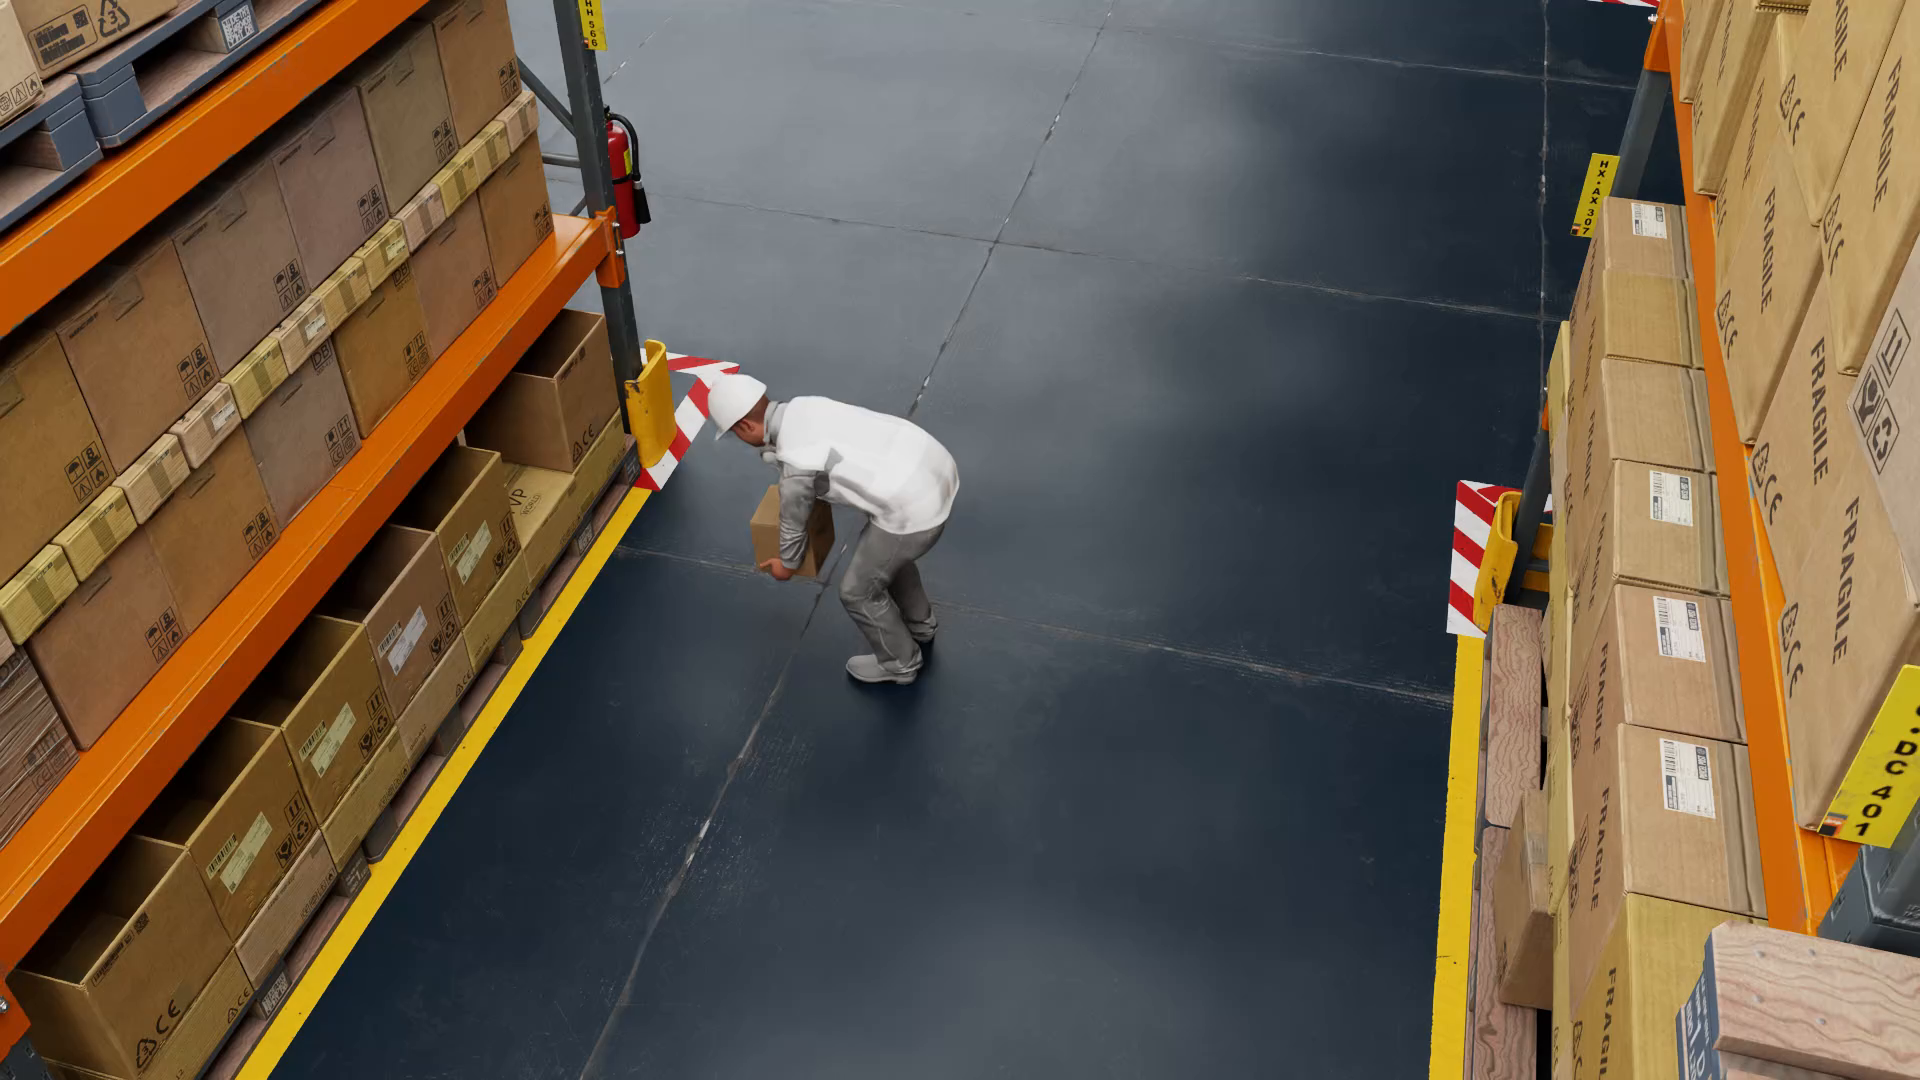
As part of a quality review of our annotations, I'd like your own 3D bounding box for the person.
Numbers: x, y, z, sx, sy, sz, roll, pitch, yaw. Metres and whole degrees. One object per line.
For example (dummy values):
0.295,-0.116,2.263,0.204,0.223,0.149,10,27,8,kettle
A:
-0.483,-0.054,6.552,0.949,1.316,0.475,9,41,10,person
